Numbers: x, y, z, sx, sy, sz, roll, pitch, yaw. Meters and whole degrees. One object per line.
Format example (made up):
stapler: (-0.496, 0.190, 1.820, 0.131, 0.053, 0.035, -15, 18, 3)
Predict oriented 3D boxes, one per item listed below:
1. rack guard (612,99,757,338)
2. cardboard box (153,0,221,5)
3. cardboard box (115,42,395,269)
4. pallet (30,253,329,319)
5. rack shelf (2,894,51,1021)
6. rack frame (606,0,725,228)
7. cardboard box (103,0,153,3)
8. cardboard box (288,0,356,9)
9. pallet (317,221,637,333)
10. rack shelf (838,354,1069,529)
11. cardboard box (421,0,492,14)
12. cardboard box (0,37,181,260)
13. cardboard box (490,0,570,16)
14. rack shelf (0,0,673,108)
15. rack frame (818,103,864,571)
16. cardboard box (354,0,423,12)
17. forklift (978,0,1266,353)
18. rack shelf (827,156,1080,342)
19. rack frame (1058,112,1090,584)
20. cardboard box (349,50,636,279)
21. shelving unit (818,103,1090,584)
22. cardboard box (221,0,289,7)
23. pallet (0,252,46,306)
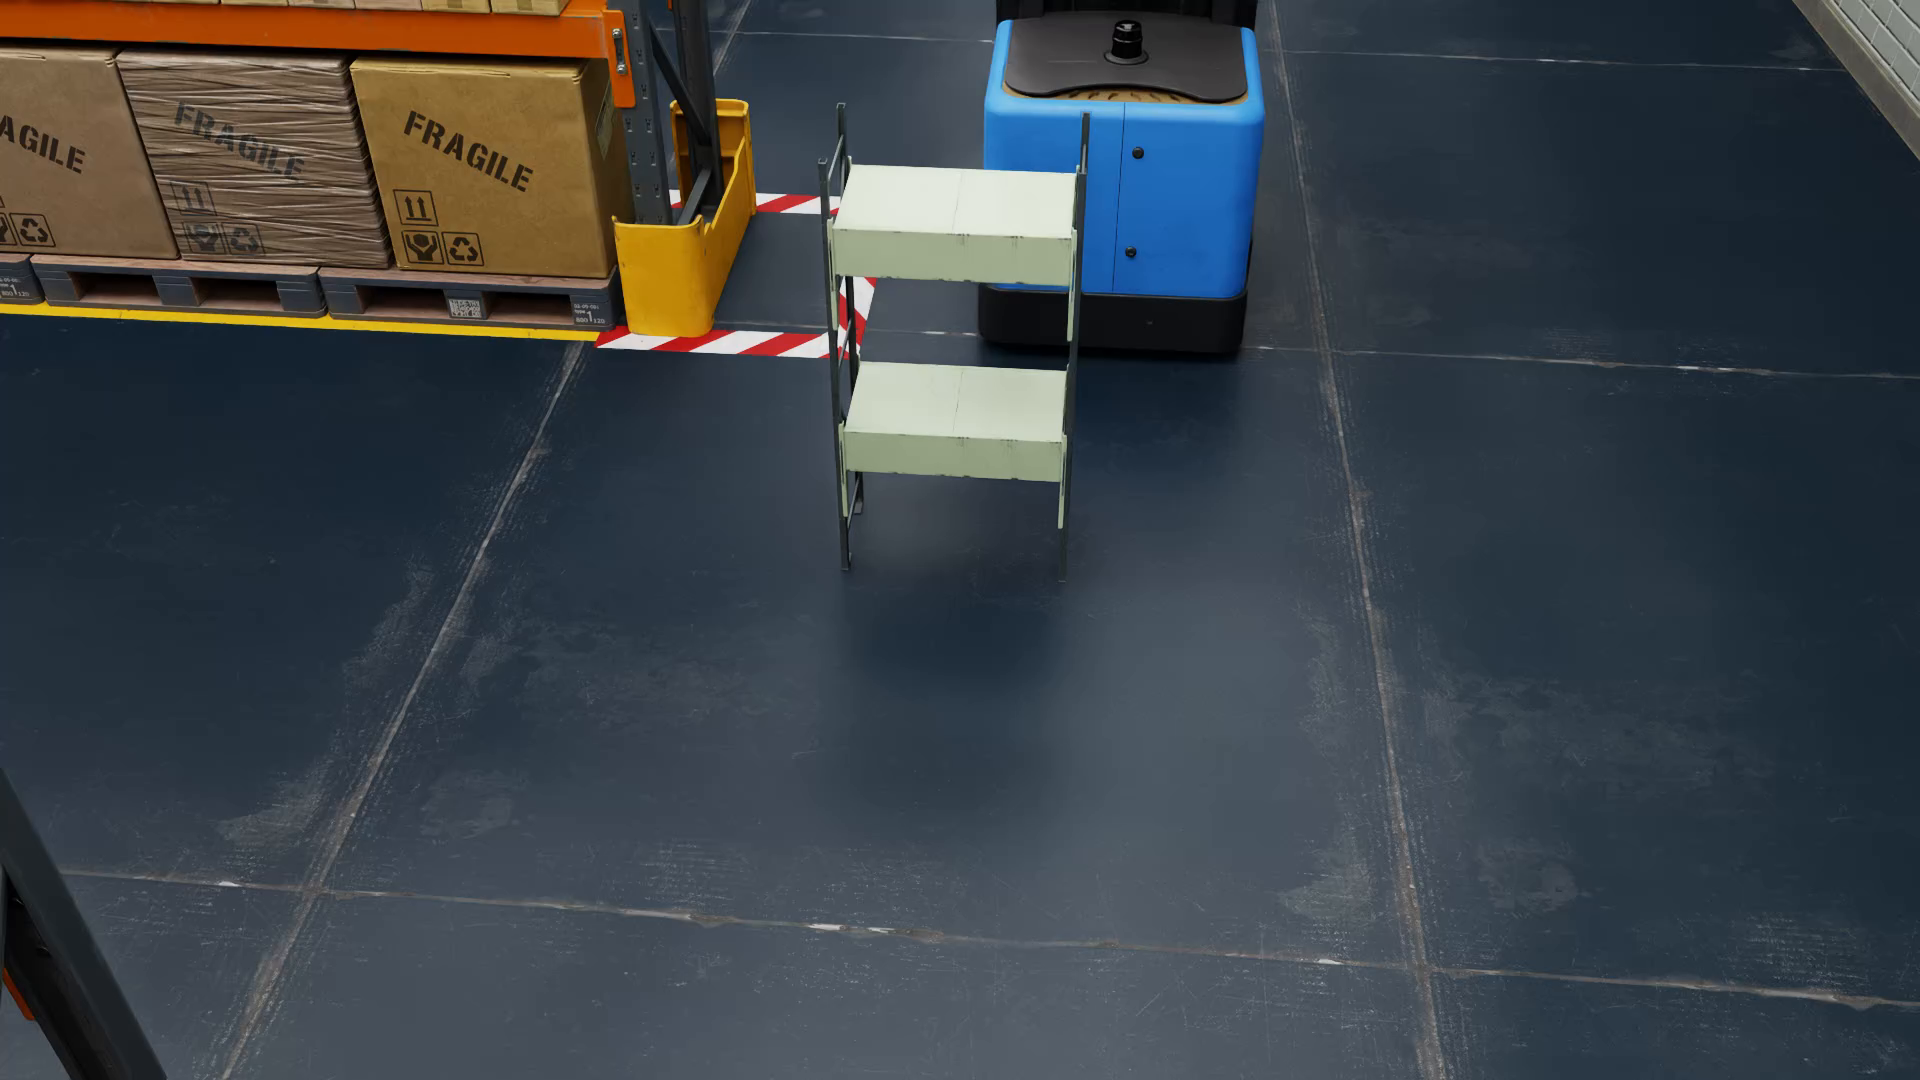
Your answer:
rack guard: (-1.146, -1.390, 7.062, 0.348, 0.500, 1.175, 3, 39, 4)
cardboard box: (-2.829, -2.144, 6.207, 0.250, 0.149, 0.380, 3, 39, 4)
cardboard box: (-2.721, -1.734, 6.854, 0.875, 0.875, 0.875, 3, 39, 4)
pallet: (-3.185, -1.342, 7.231, 1.213, 0.211, 1.003, 3, 39, 4)
rack shelf: (-3.691, 0.923, 2.810, 4.000, 0.370, 1.077, 3, 39, 4)
rack frame: (-1.170, -2.361, 6.274, 0.127, 3.000, 1.000, 3, 39, 4)
cardboard box: (-3.076, -2.159, 6.226, 0.250, 0.149, 0.380, 4, 39, 5)
cardboard box: (-2.312, -2.118, 6.174, 0.250, 0.149, 0.380, 4, 39, 5)
pallet: (-1.973, -1.274, 7.148, 1.213, 0.211, 1.003, 3, 39, 4)
rack shelf: (-0.007, -0.329, 5.483, 0.720, 0.370, 0.431, 3, 39, 4)
cardboard box: (-1.812, -2.089, 6.139, 0.250, 0.149, 0.380, 4, 39, 4)
cardboard box: (-3.608, -1.782, 6.914, 0.875, 0.875, 0.875, 3, 39, 4)
cardboard box: (-1.553, -2.076, 6.123, 0.250, 0.149, 0.380, 4, 39, 5)
rack shelf: (-3.162, -2.191, 6.635, 4.000, 0.370, 1.077, 3, 39, 4)
rack frame: (-0.371, -0.602, 5.301, 0.023, 1.500, 0.400, 3, 39, 4)
cardboard box: (-2.063, -2.103, 6.157, 0.250, 0.149, 0.380, 3, 39, 4)
forklift: (0.716, -2.791, 6.857, 1.130, 2.935, 3.031, 3, 39, 4)
rack shelf: (-0.007, -0.885, 5.031, 0.720, 0.370, 0.431, 3, 39, 4)
rack frame: (0.358, -0.562, 5.252, 0.023, 1.500, 0.400, 3, 39, 4)
cardboard box: (-1.814, -1.684, 6.794, 0.875, 0.875, 0.875, 3, 39, 4)
shelving unit: (-0.007, -0.582, 5.277, 0.755, 1.500, 0.431, 3, 39, 4)
cardboard box: (-2.571, -2.131, 6.190, 0.250, 0.149, 0.380, 2, 39, 3)
pallet: (-4.404, -1.407, 7.311, 1.213, 0.211, 1.003, 3, 39, 4)
